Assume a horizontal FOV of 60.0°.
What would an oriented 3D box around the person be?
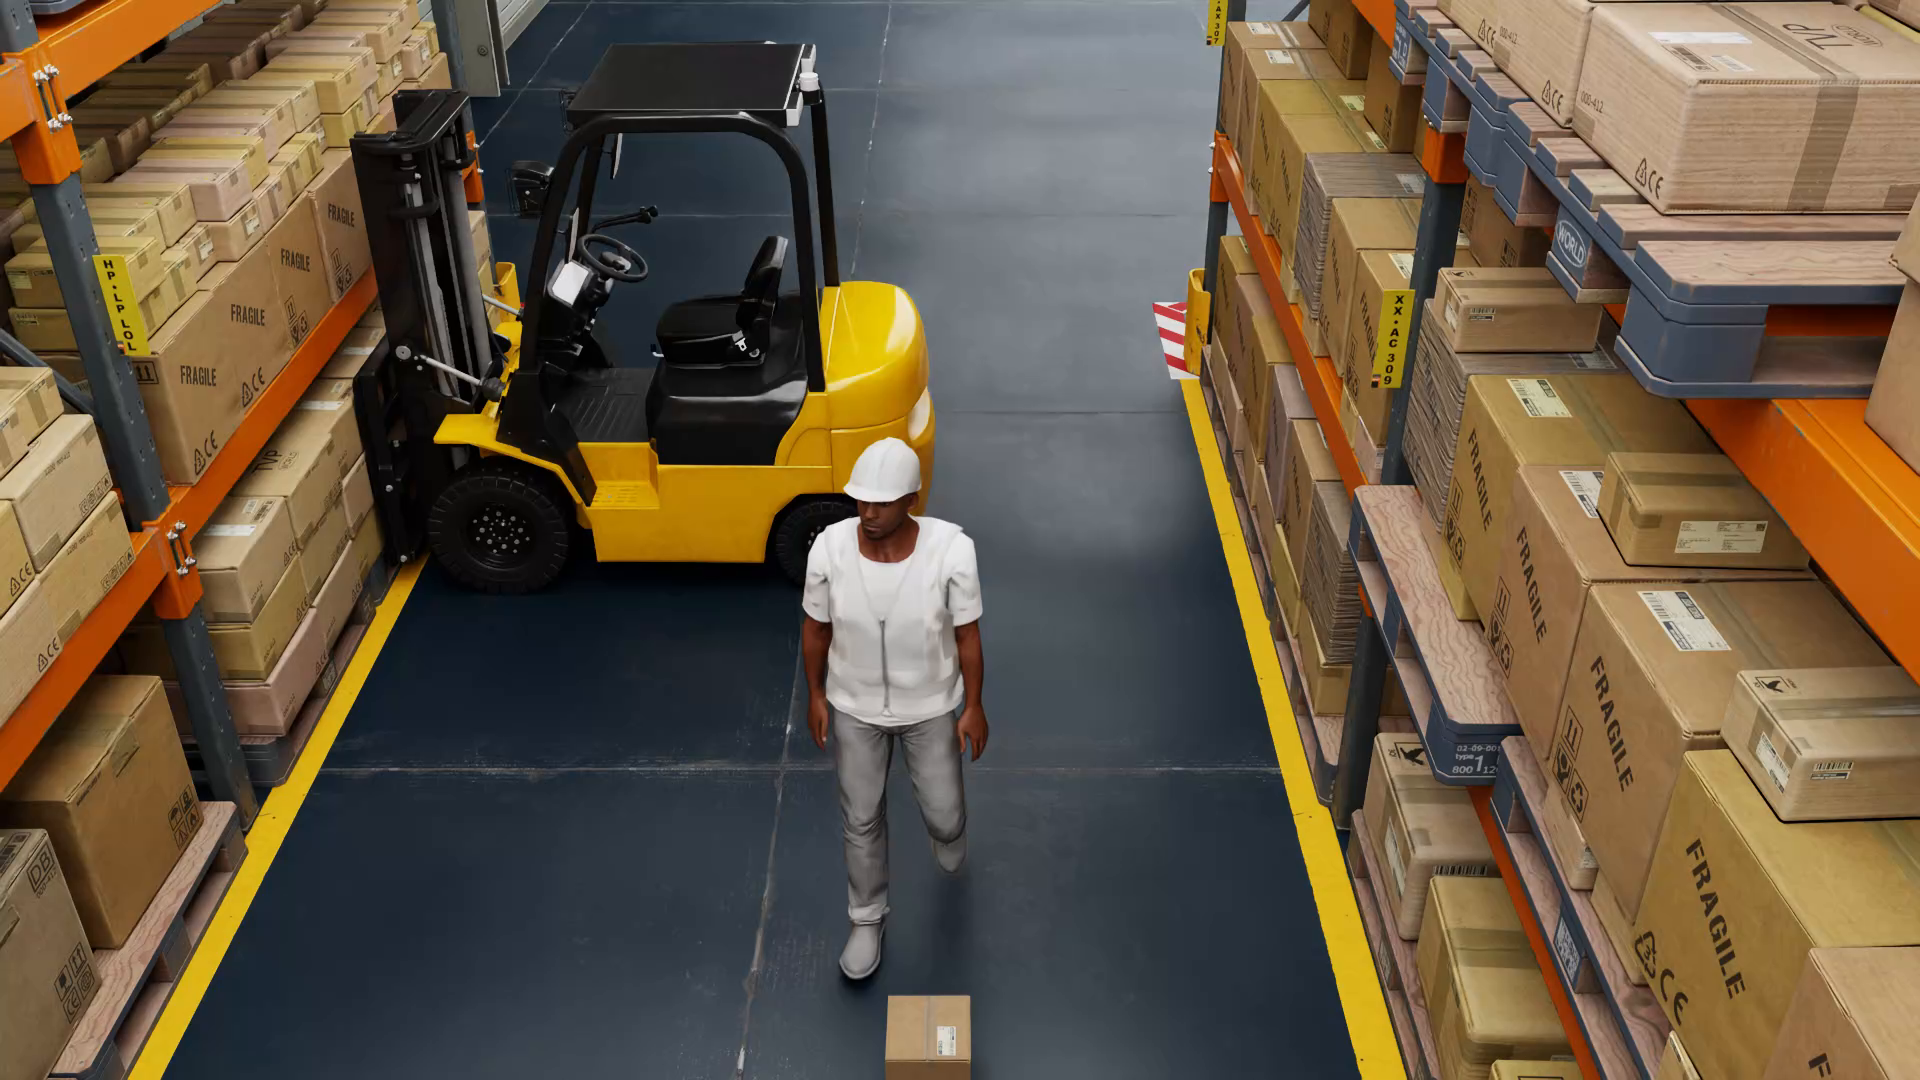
[{"bbox_3d":[-0.203,0.204,5.091,0.600,1.082,0.355,3,32,6],"label":"person"}]
